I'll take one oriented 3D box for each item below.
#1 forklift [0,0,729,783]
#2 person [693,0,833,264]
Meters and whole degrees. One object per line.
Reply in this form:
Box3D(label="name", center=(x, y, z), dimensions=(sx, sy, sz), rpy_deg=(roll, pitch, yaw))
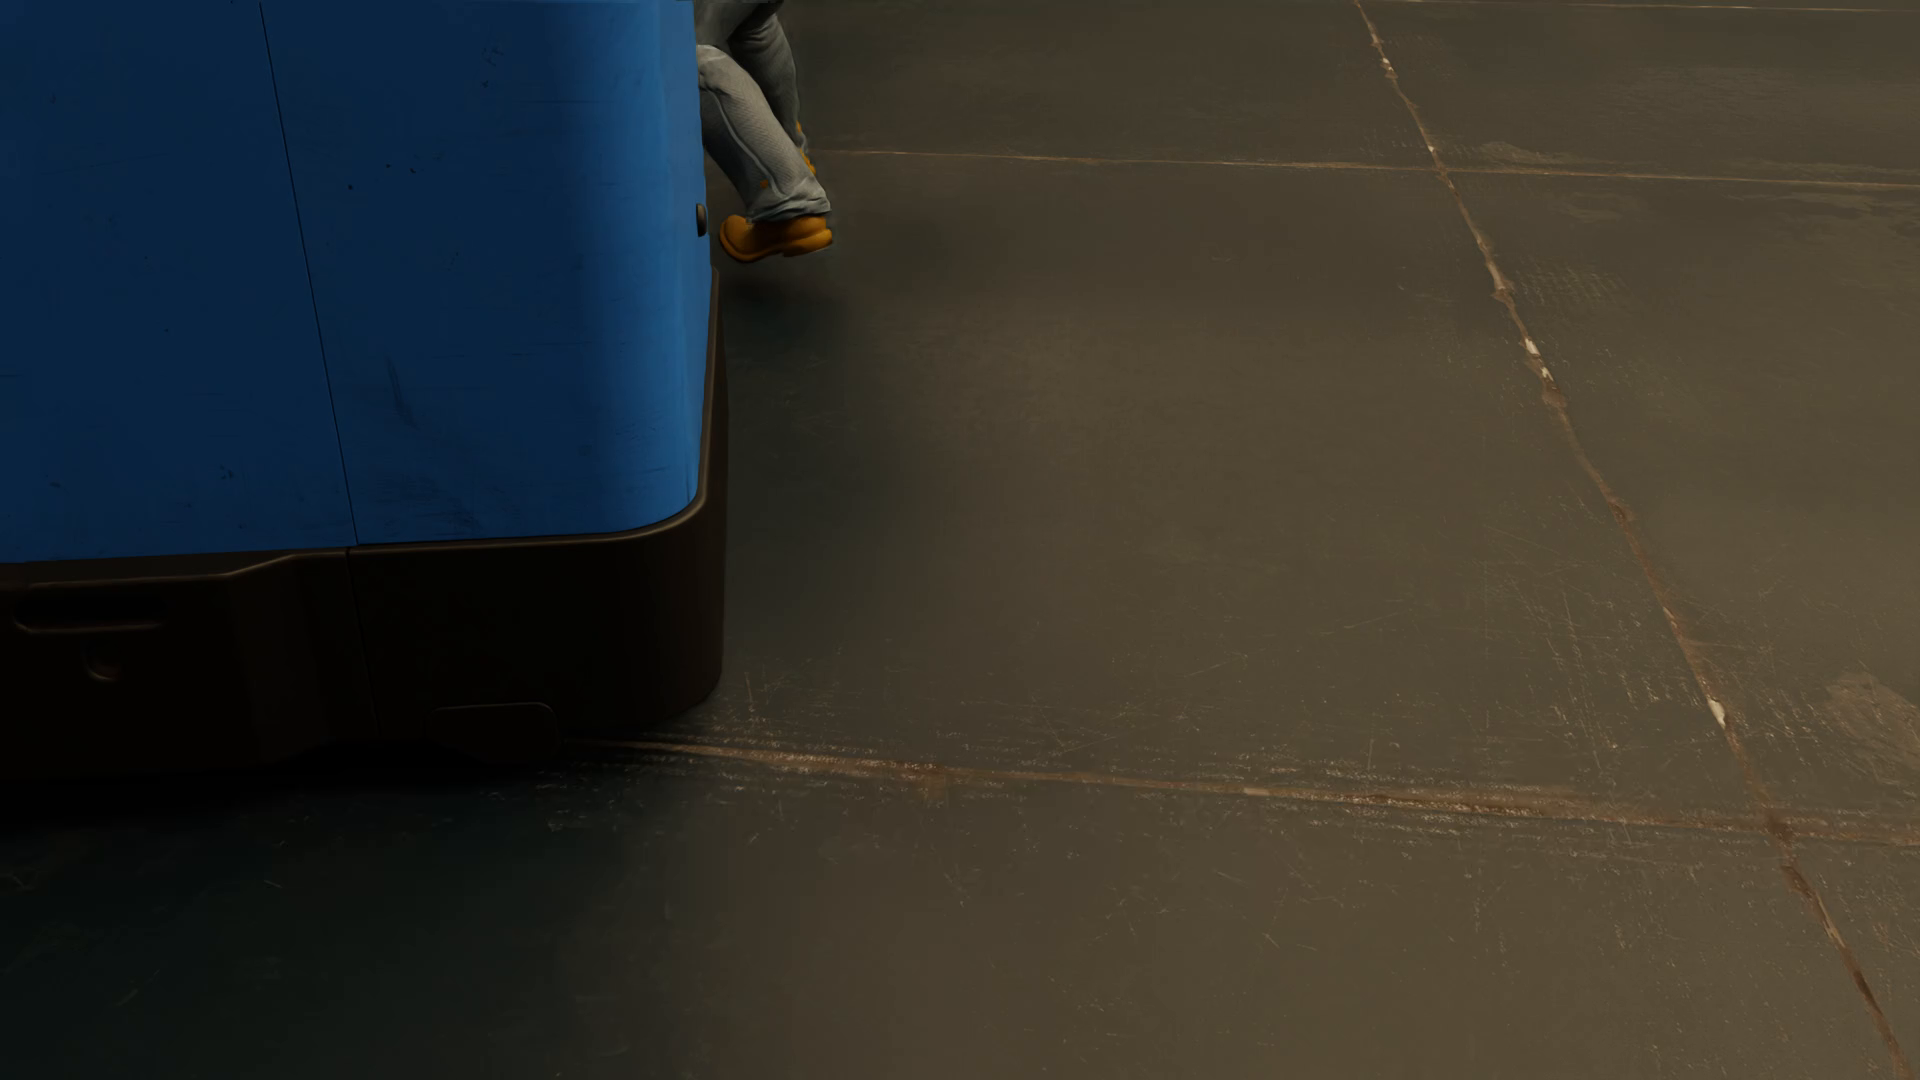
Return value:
Box3D(label="forklift", center=(-1.842, -1.195, 1.612), dimensions=(3.031, 2.935, 1.130), rpy_deg=(-3, 27, -6))
Box3D(label="person", center=(-0.422, -1.432, 3.684), dimensions=(0.547, 1.705, 1.194), rpy_deg=(6, 27, 11))
